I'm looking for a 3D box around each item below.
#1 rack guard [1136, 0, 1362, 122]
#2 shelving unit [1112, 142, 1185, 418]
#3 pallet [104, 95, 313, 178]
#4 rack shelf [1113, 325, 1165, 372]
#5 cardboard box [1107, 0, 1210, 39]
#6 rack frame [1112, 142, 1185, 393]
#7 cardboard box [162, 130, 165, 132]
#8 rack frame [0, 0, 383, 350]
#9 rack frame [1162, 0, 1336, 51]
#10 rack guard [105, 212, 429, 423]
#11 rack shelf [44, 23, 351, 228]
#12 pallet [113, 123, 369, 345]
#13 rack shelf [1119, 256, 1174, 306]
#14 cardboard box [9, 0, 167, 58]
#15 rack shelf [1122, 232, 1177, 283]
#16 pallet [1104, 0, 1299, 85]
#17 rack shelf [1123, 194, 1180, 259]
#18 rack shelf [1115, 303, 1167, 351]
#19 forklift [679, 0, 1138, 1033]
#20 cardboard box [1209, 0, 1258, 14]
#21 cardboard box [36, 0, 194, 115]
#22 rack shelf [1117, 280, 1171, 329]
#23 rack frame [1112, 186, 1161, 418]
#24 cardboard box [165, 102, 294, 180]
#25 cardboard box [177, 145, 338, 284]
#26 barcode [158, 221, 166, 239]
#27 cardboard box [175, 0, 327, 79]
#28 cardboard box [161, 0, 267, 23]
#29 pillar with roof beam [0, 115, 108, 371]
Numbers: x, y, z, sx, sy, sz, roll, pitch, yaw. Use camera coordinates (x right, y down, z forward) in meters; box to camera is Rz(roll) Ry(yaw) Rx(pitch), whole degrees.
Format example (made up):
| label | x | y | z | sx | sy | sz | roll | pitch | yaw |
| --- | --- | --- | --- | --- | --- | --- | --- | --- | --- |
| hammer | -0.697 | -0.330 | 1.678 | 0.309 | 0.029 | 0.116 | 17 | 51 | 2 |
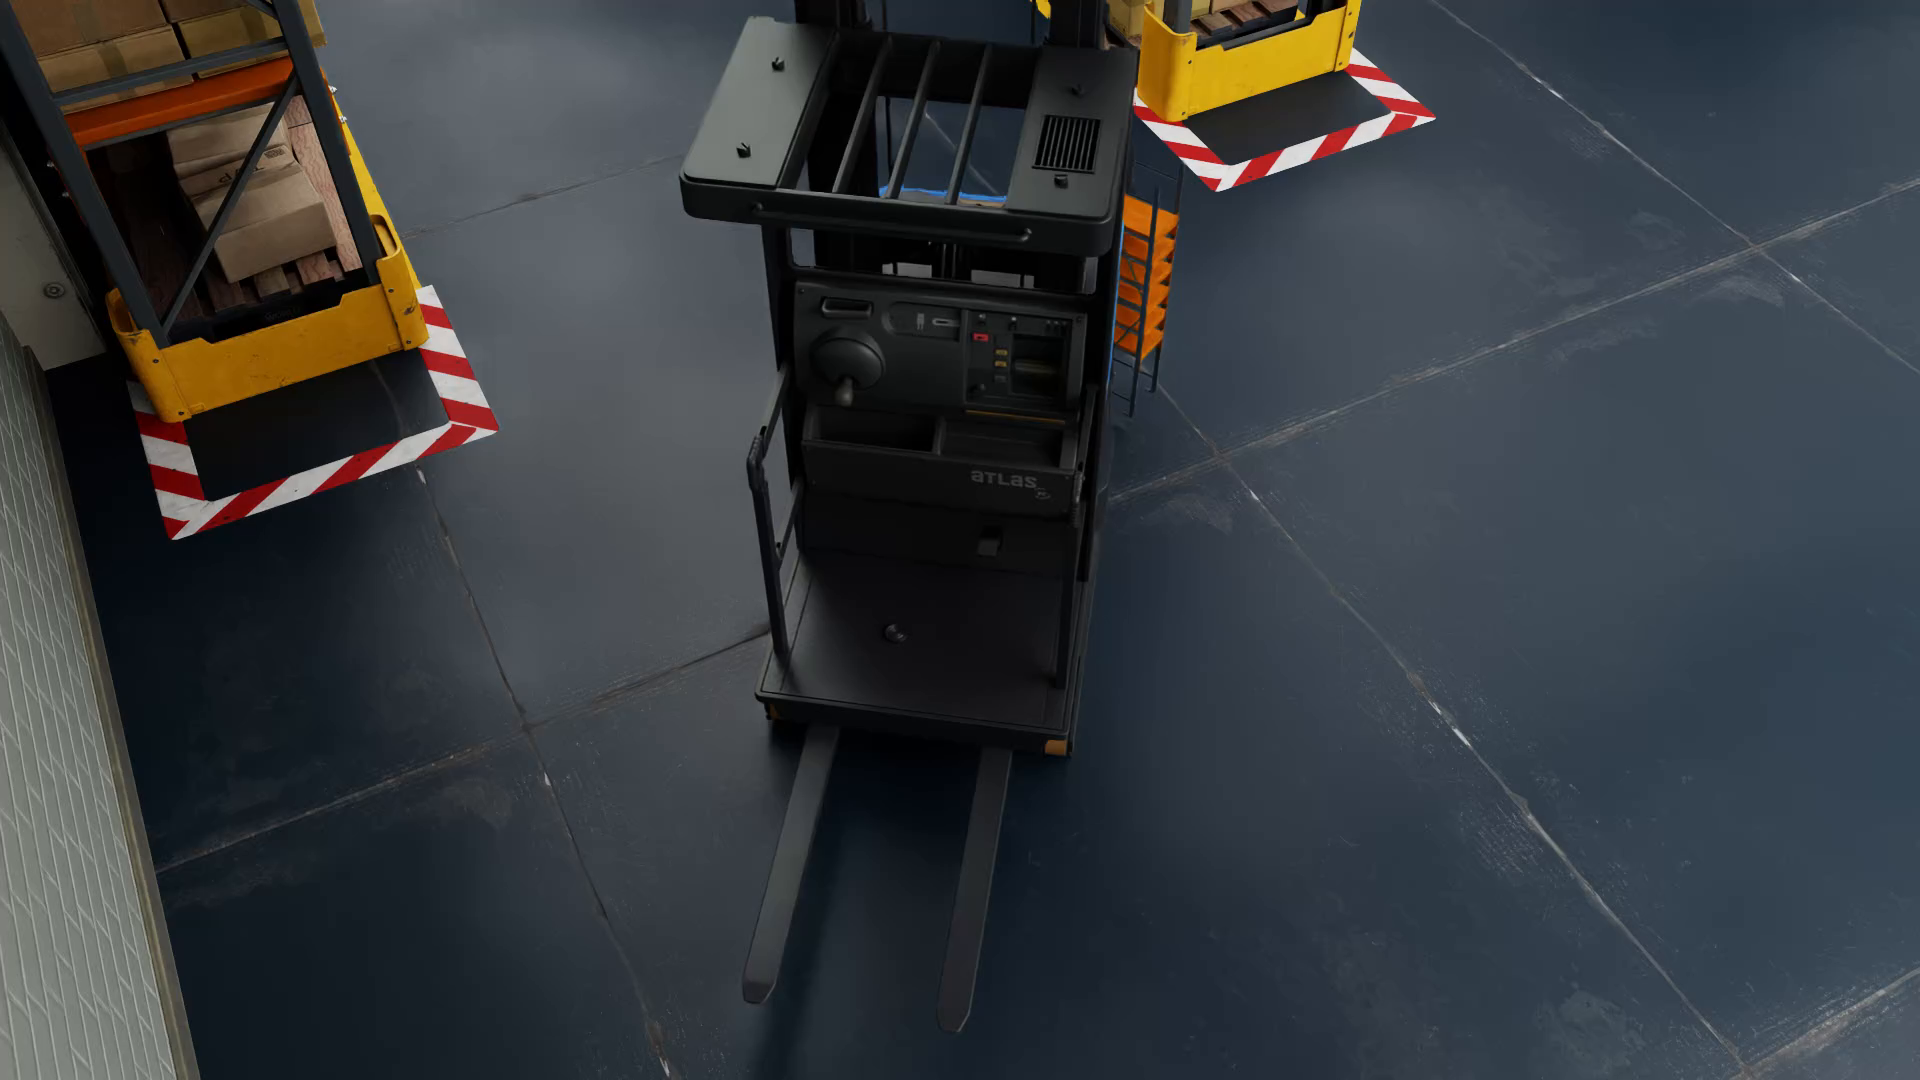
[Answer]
| label | x | y | z | sx | sy | sz | roll | pitch | yaw |
| --- | --- | --- | --- | --- | --- | --- | --- | --- | --- |
| rack guard | 1.497 | -2.603 | 8.587 | 1.175 | 0.500 | 0.348 | -21 | 52 | -18 |
| shelving unit | 0.698 | -1.025 | 6.741 | 0.258 | 1.200 | 0.189 | 28 | 55 | 22 |
| pallet | -3.846 | -2.237 | 8.459 | 1.003 | 0.211 | 1.213 | -21 | 52 | -18 |
| rack shelf | 0.697 | -0.838 | 6.956 | 0.258 | 0.103 | 0.180 | 28 | 55 | 22 |
| cardboard box | 0.978 | -2.932 | 8.762 | 0.500 | 0.250 | 0.500 | -21 | 52 | -18 |
| rack frame | 0.751 | -1.081 | 6.790 | 0.240 | 1.200 | 0.006 | 28 | 55 | 22 |
| cardboard box | -3.706 | -2.439 | 8.151 | 0.700 | 0.500 | 0.500 | -24 | 53 | -20 |
| rack frame | -2.917 | -1.733 | 6.166 | 1.000 | 3.000 | 0.127 | -21 | 52 | -18 |
| rack frame | 1.486 | -3.442 | 7.660 | 1.000 | 3.000 | 0.127 | -21 | 52 | -18 |
| rack guard | -2.952 | -0.961 | 7.151 | 1.175 | 0.500 | 0.348 | -21 | 52 | -18 |
| rack shelf | -3.832 | -2.835 | 7.607 | 1.077 | 0.370 | 4.000 | -21 | 52 | -18 |
| pallet | -3.292 | -1.422 | 7.746 | 1.003 | 0.211 | 1.213 | -21 | 52 | -18 |
| rack shelf | 0.699 | -1.075 | 6.684 | 0.258 | 0.103 | 0.180 | 28 | 55 | 22 |
| cardboard box | -3.322 | -2.179 | 6.144 | 0.500 | 0.500 | 0.500 | -22 | 52 | -18 |
| rack shelf | 0.699 | -1.153 | 6.593 | 0.258 | 0.103 | 0.180 | 28 | 55 | 22 |
| pallet | 1.099 | -3.021 | 9.145 | 1.003 | 0.211 | 1.213 | -21 | 52 | -18 |
| rack shelf | 0.700 | -1.232 | 6.503 | 0.258 | 0.103 | 0.180 | 28 | 55 | 22 |
| rack shelf | 0.697 | -0.917 | 6.865 | 0.258 | 0.103 | 0.180 | 28 | 55 | 22 |
| forklift | -0.099 | -0.489 | 5.123 | 1.130 | 2.935 | 3.031 | 7 | 49 | 6 |
| cardboard box | 1.438 | -3.110 | 8.918 | 0.500 | 0.250 | 0.500 | -21 | 52 | -18 |
| cardboard box | -3.303 | -1.936 | 6.430 | 0.500 | 0.250 | 0.500 | -20 | 52 | -17 |
| rack shelf | 0.698 | -0.996 | 6.774 | 0.258 | 0.103 | 0.180 | 28 | 55 | 22 |
| rack frame | 0.645 | -0.969 | 6.692 | 0.240 | 1.200 | 0.006 | 28 | 55 | 22 |
| cardboard box | -3.414 | -1.868 | 7.778 | 0.500 | 0.311 | 0.500 | -17 | 51 | -15 |
| cardboard box | -3.153 | -1.487 | 7.444 | 0.500 | 0.311 | 0.500 | -27 | 54 | -21 |
| barcode | -3.517 | -1.364 | 7.331 | 0.001 | 0.075 | 0.075 | -21 | 52 | -18 |
| cardboard box | -2.858 | -2.126 | 6.596 | 0.500 | 0.250 | 0.500 | -23 | 53 | -19 |
| cardboard box | -2.868 | -2.360 | 6.302 | 0.500 | 0.500 | 0.500 | -21 | 52 | -17 |
| pillar with roof beam | -0.178 | -5.361 | 5.353 | 9.100 | 9.000 | 0.400 | -21 | 52 | -18 |
